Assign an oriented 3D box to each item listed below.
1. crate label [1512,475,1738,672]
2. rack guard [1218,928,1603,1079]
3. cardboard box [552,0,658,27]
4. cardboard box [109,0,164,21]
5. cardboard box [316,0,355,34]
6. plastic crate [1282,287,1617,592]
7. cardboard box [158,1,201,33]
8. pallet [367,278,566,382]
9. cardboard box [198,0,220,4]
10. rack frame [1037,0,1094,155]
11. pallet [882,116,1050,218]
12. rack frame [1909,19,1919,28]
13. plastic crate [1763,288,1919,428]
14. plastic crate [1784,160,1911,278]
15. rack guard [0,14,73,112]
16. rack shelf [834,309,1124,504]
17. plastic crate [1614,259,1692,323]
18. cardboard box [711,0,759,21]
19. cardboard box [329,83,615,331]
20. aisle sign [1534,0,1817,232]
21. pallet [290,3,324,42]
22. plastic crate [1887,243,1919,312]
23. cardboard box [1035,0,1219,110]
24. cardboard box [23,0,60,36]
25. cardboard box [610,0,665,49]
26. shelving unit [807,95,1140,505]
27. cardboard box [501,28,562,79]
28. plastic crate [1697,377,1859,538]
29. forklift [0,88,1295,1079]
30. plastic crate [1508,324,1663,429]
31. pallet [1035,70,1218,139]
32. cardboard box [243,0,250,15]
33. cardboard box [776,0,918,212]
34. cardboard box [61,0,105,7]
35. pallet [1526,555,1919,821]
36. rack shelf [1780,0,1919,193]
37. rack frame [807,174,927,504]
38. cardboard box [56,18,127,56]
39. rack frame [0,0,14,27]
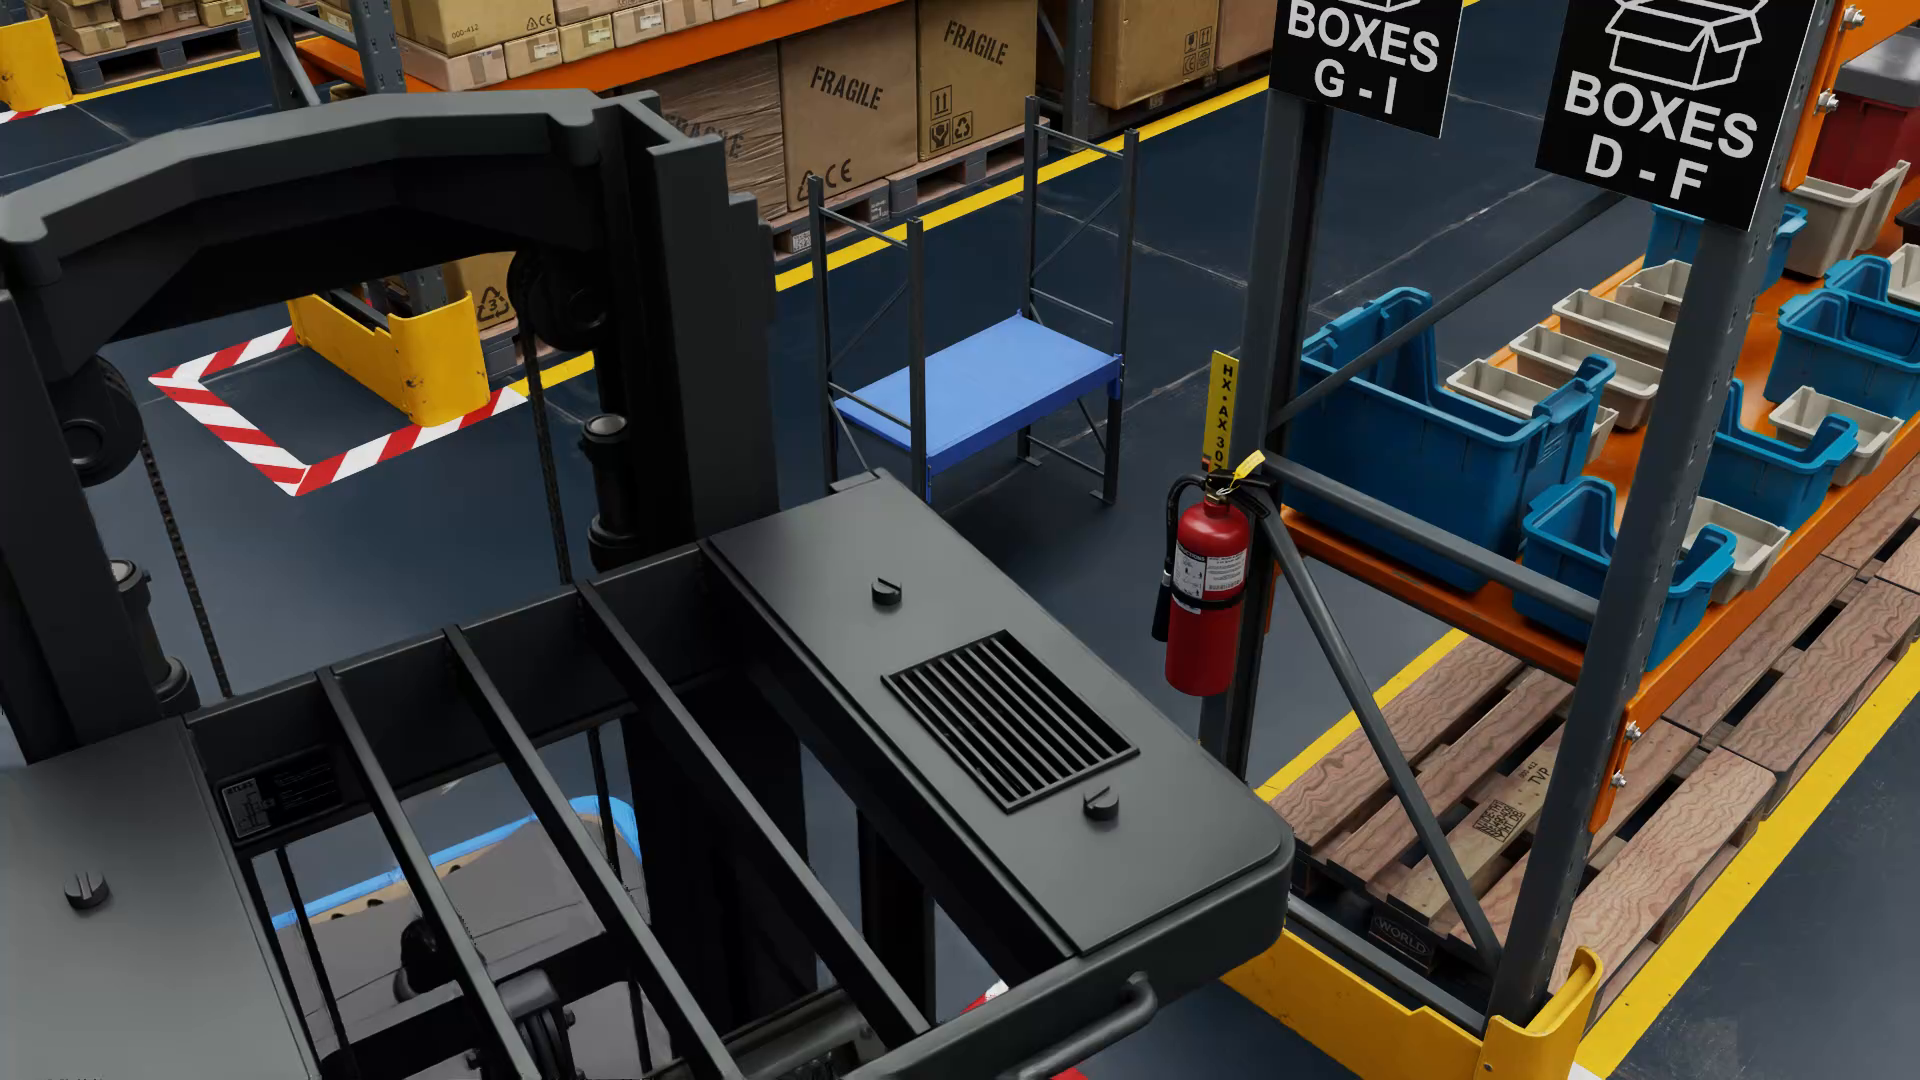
[{"bbox_3d":[1.428,0.075,3.614,0.416,0.233,0.303,30,45,35],"label":"crate label"},{"bbox_3d":[1.013,1.039,4.323,1.175,0.500,0.348,30,45,35],"label":"rack guard"},{"bbox_3d":[-1.603,-2.358,6.880,0.500,0.250,0.500,29,44,35],"label":"cardboard box"},{"bbox_3d":[-5.159,-3.360,10.311,0.380,0.149,0.250,29,44,35],"label":"cardboard box"},{"bbox_3d":[-2.477,-2.172,6.961,0.250,0.149,0.380,-29,44,-35],"label":"cardboard box"},{"bbox_3d":[1.124,-0.252,3.905,0.616,0.435,0.499,30,45,35],"label":"plastic crate"},{"bbox_3d":[-5.050,-3.367,10.581,0.250,0.149,0.380,-29,44,-35],"label":"cardboard box"},{"bbox_3d":[-1.987,-1.210,7.800,1.003,0.211,1.213,30,45,35],"label":"pallet"},{"bbox_3d":[-4.791,-3.556,10.591,0.250,0.149,0.380,-28,44,-34],"label":"cardboard box"},{"bbox_3d":[0.324,-3.621,8.820,1.000,3.000,0.127,30,45,35],"label":"rack frame"},{"bbox_3d":[-0.268,-2.200,9.221,1.003,0.211,1.213,30,45,35],"label":"pallet"},{"bbox_3d":[3.839,-1.625,5.958,1.000,3.000,0.127,30,45,35],"label":"rack frame"},{"bbox_3d":[2.356,-0.459,4.380,0.416,0.233,0.300,30,45,35],"label":"plastic crate"},{"bbox_3d":[2.632,-1.055,5.192,0.437,0.282,0.530,30,45,35],"label":"plastic crate"},{"bbox_3d":[-5.890,-3.043,10.176,1.175,0.500,0.348,30,45,35],"label":"rack guard"},{"bbox_3d":[0.060,-0.502,5.974,0.538,0.185,1.000,30,45,35],"label":"rack shelf"},{"bbox_3d":[2.055,-0.684,4.787,0.298,0.136,0.250,30,45,35],"label":"plastic crate"},{"bbox_3d":[-1.106,-2.428,7.330,0.380,0.149,0.250,29,44,35],"label":"cardboard box"},{"bbox_3d":[-2.100,-1.590,7.398,0.875,0.875,0.875,30,45,35],"label":"cardboard box"},{"bbox_3d":[1.180,-0.919,2.672,0.394,0.787,0.004,30,45,35],"label":"aisle sign"},{"bbox_3d":[-4.433,-3.733,11.418,1.003,0.211,1.213,30,45,35],"label":"pallet"},{"bbox_3d":[2.825,-0.713,4.829,0.293,0.136,0.466,30,45,35],"label":"plastic crate"},{"bbox_3d":[0.760,-3.190,9.692,1.225,0.875,0.875,30,45,35],"label":"cardboard box"},{"bbox_3d":[-5.720,-3.338,10.539,0.250,0.149,0.380,-29,44,-35],"label":"cardboard box"},{"bbox_3d":[-1.467,-2.221,7.032,0.380,0.149,0.250,29,44,35],"label":"cardboard box"},{"bbox_3d":[0.060,-0.650,5.871,0.538,1.500,1.048,30,45,35],"label":"shelving unit"},{"bbox_3d":[-1.830,-2.010,6.730,0.380,0.149,0.250,29,44,35],"label":"cardboard box"},{"bbox_3d":[1.892,-0.192,3.997,0.416,0.233,0.300,30,45,35],"label":"plastic crate"},{"bbox_3d":[-0.381,1.064,2.162,1.130,2.935,3.031,-20,40,-26],"label":"forklift"},{"bbox_3d":[1.681,-0.434,4.428,0.396,0.136,0.243,30,45,35],"label":"plastic crate"},{"bbox_3d":[0.814,-2.821,10.111,1.003,0.211,1.213,30,45,35],"label":"pallet"},{"bbox_3d":[-4.680,-3.569,10.870,0.380,0.149,0.250,30,45,35],"label":"cardboard box"},{"bbox_3d":[-0.832,-2.321,8.446,0.875,0.875,0.875,30,45,35],"label":"cardboard box"},{"bbox_3d":[-5.333,-3.360,10.051,0.380,0.149,0.250,27,43,33],"label":"cardboard box"},{"bbox_3d":[2.488,0.330,5.592,1.003,0.211,1.213,30,45,35],"label":"pallet"},{"bbox_3d":[2.429,-1.748,4.142,1.077,0.370,4.000,30,45,35],"label":"rack shelf"},{"bbox_3d":[-0.298,-0.443,5.575,0.500,1.500,0.032,30,45,35],"label":"rack frame"},{"bbox_3d":[-5.347,-3.124,10.233,0.250,0.149,0.380,-29,44,-35],"label":"cardboard box"},{"bbox_3d":[-5.943,-4.038,9.417,1.000,3.000,0.127,30,45,35],"label":"rack frame"}]
